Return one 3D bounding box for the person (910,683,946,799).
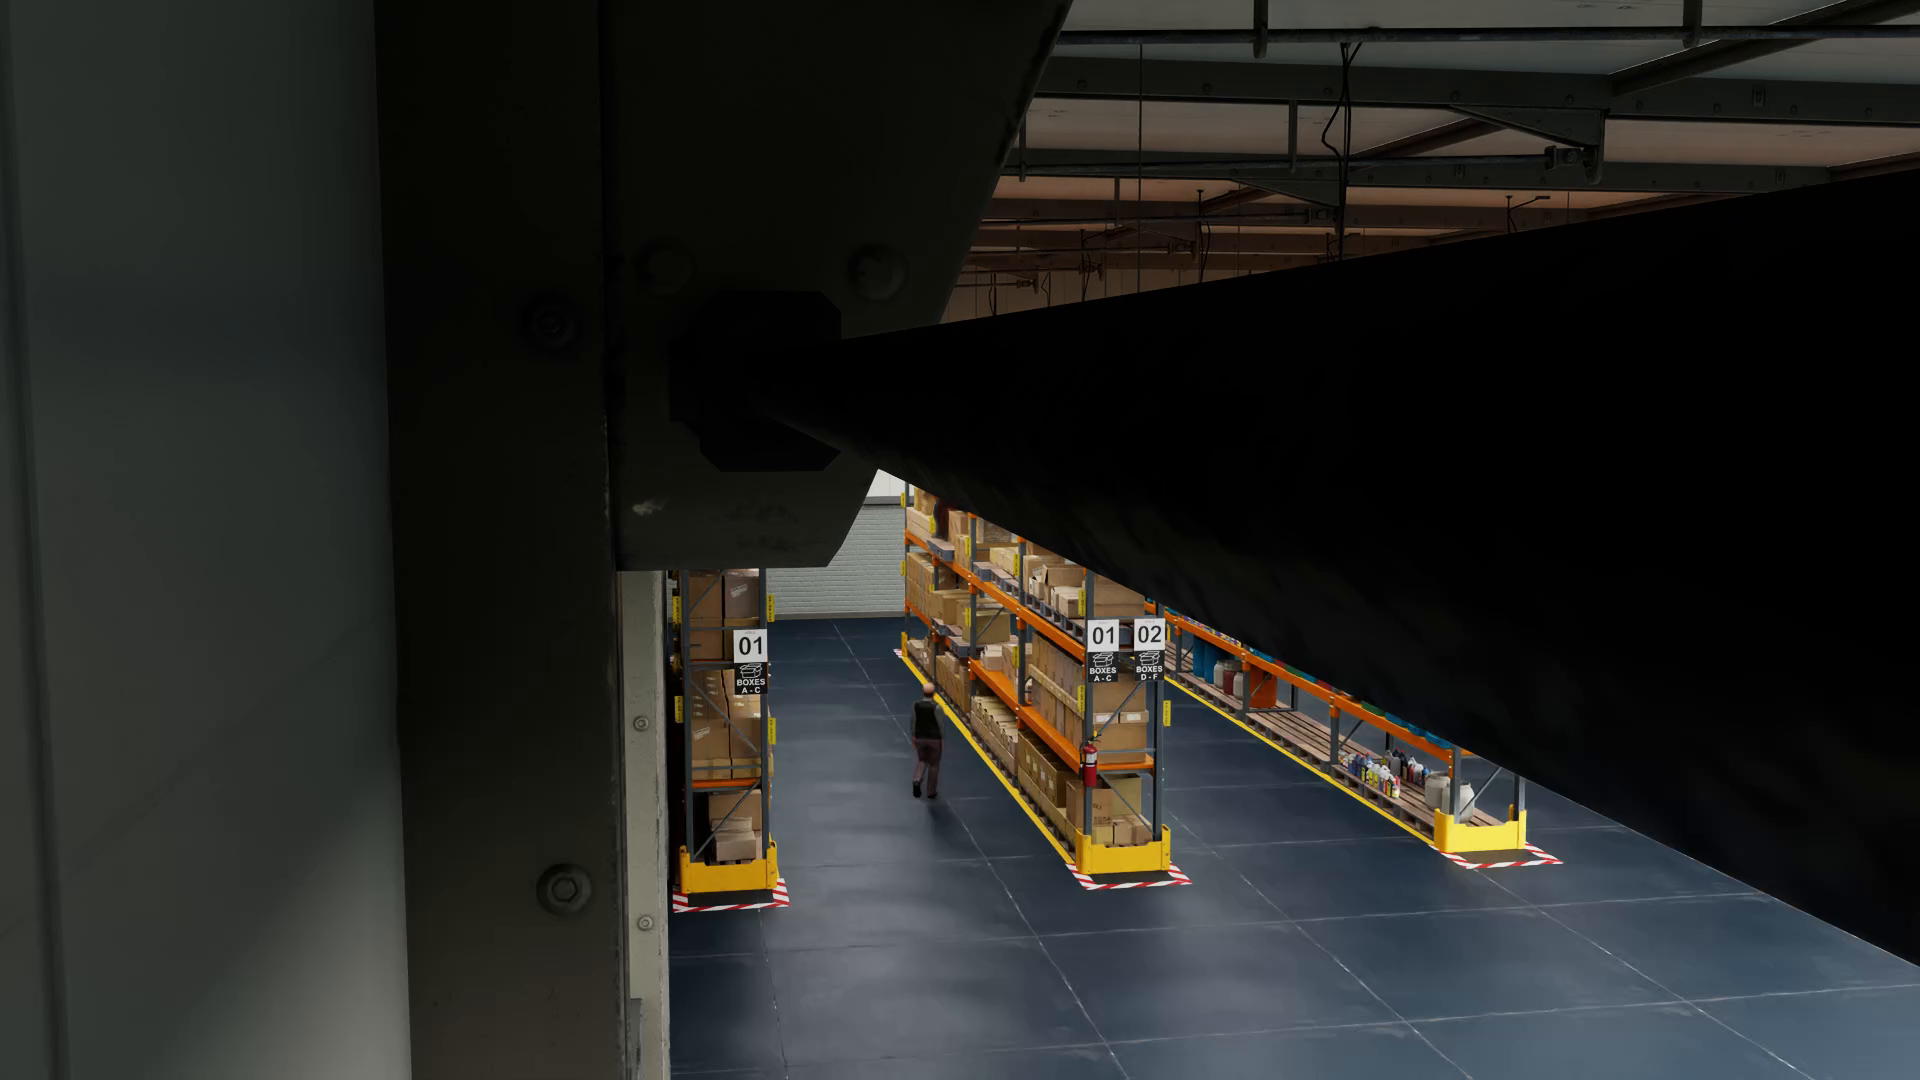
[{"bbox_3d":[-0.473,2.941,24.336,0.551,1.712,0.524,3,6,24],"label":"person"}]
